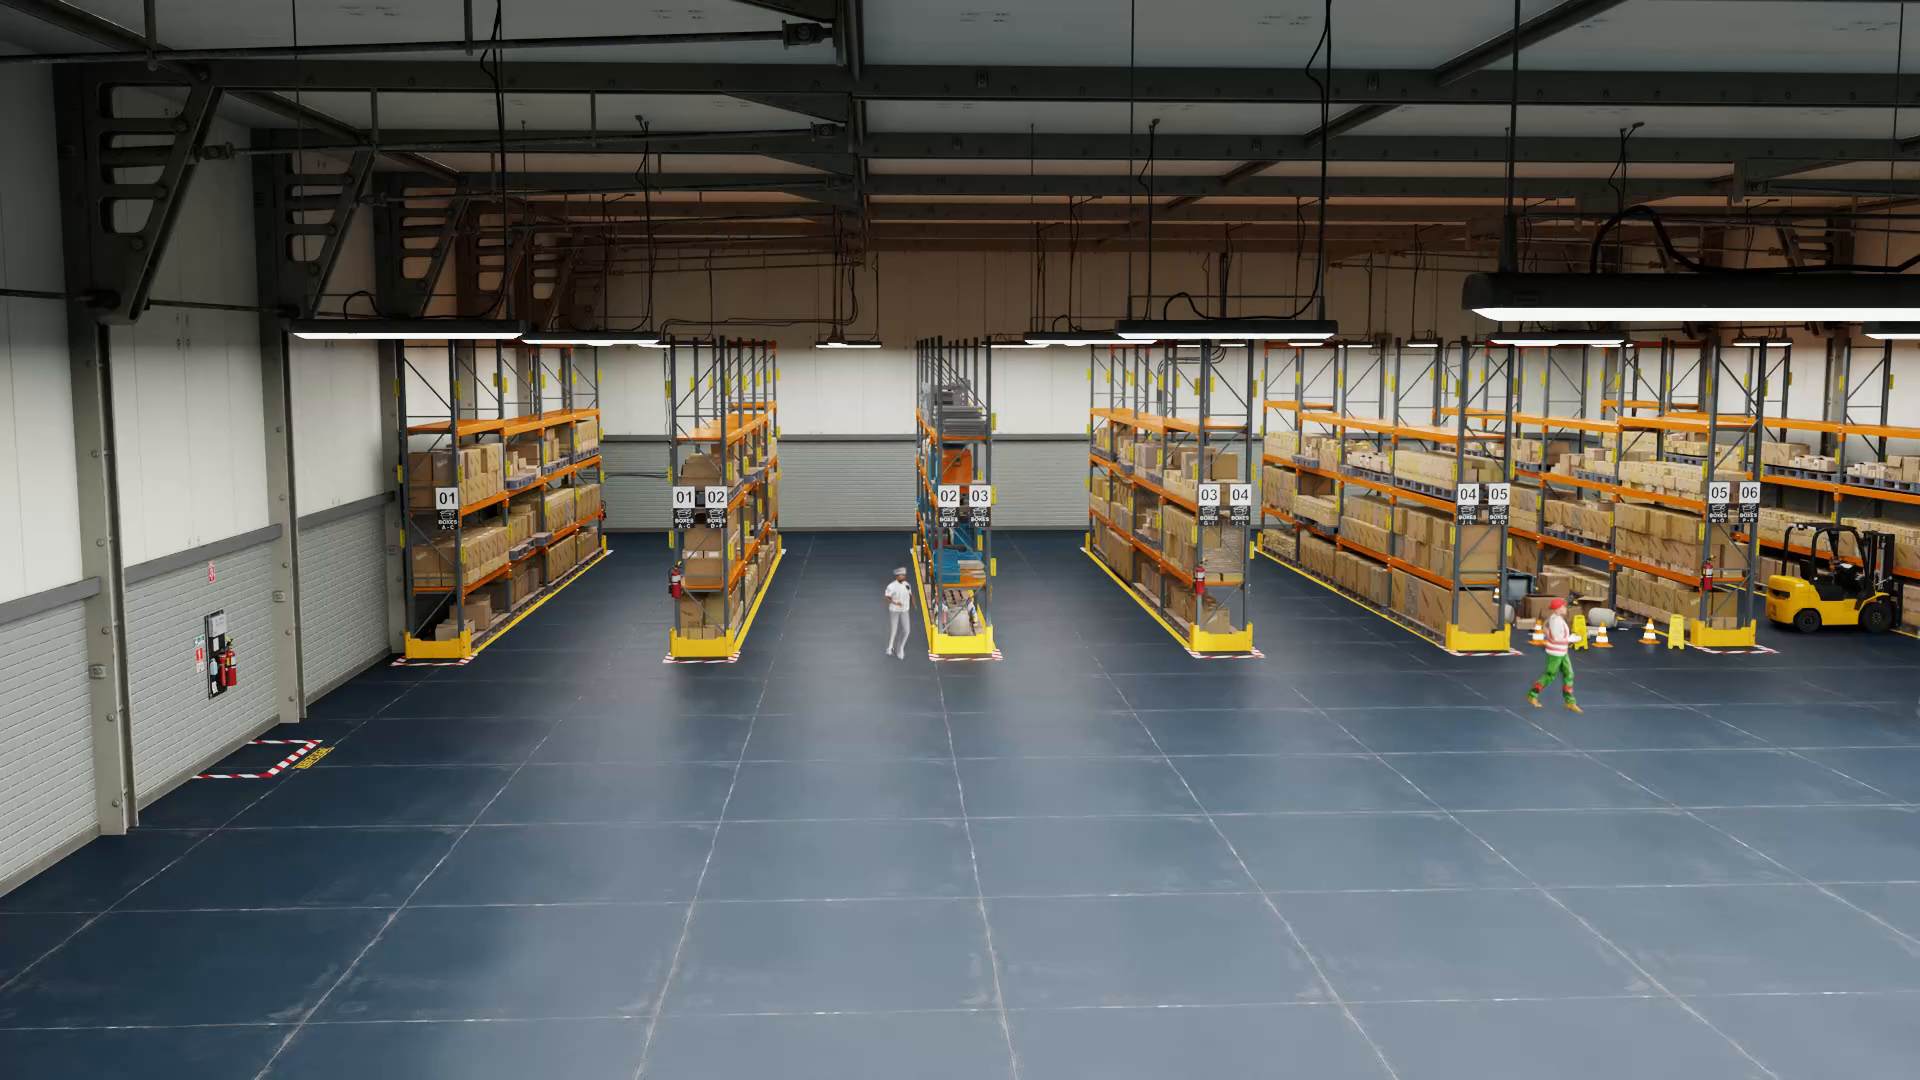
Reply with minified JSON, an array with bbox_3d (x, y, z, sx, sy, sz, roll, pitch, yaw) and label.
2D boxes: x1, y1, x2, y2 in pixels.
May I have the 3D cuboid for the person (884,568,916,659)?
[{"bbox_3d":[-1.108,1.372,31.180,0.650,1.719,0.574,-3,7,-25],"label":"person"}]

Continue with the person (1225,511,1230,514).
[{"bbox_3d":[7.480,-0.359,46.298,0.569,1.634,0.630,-1,7,-4],"label":"person"}]

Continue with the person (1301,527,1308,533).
[{"bbox_3d":[10.018,-0.598,48.945,0.590,1.589,0.584,-4,8,-32],"label":"person"}]

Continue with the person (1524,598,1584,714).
[{"bbox_3d":[9.443,1.833,26.376,0.893,1.833,0.642,4,7,28],"label":"person"}]
